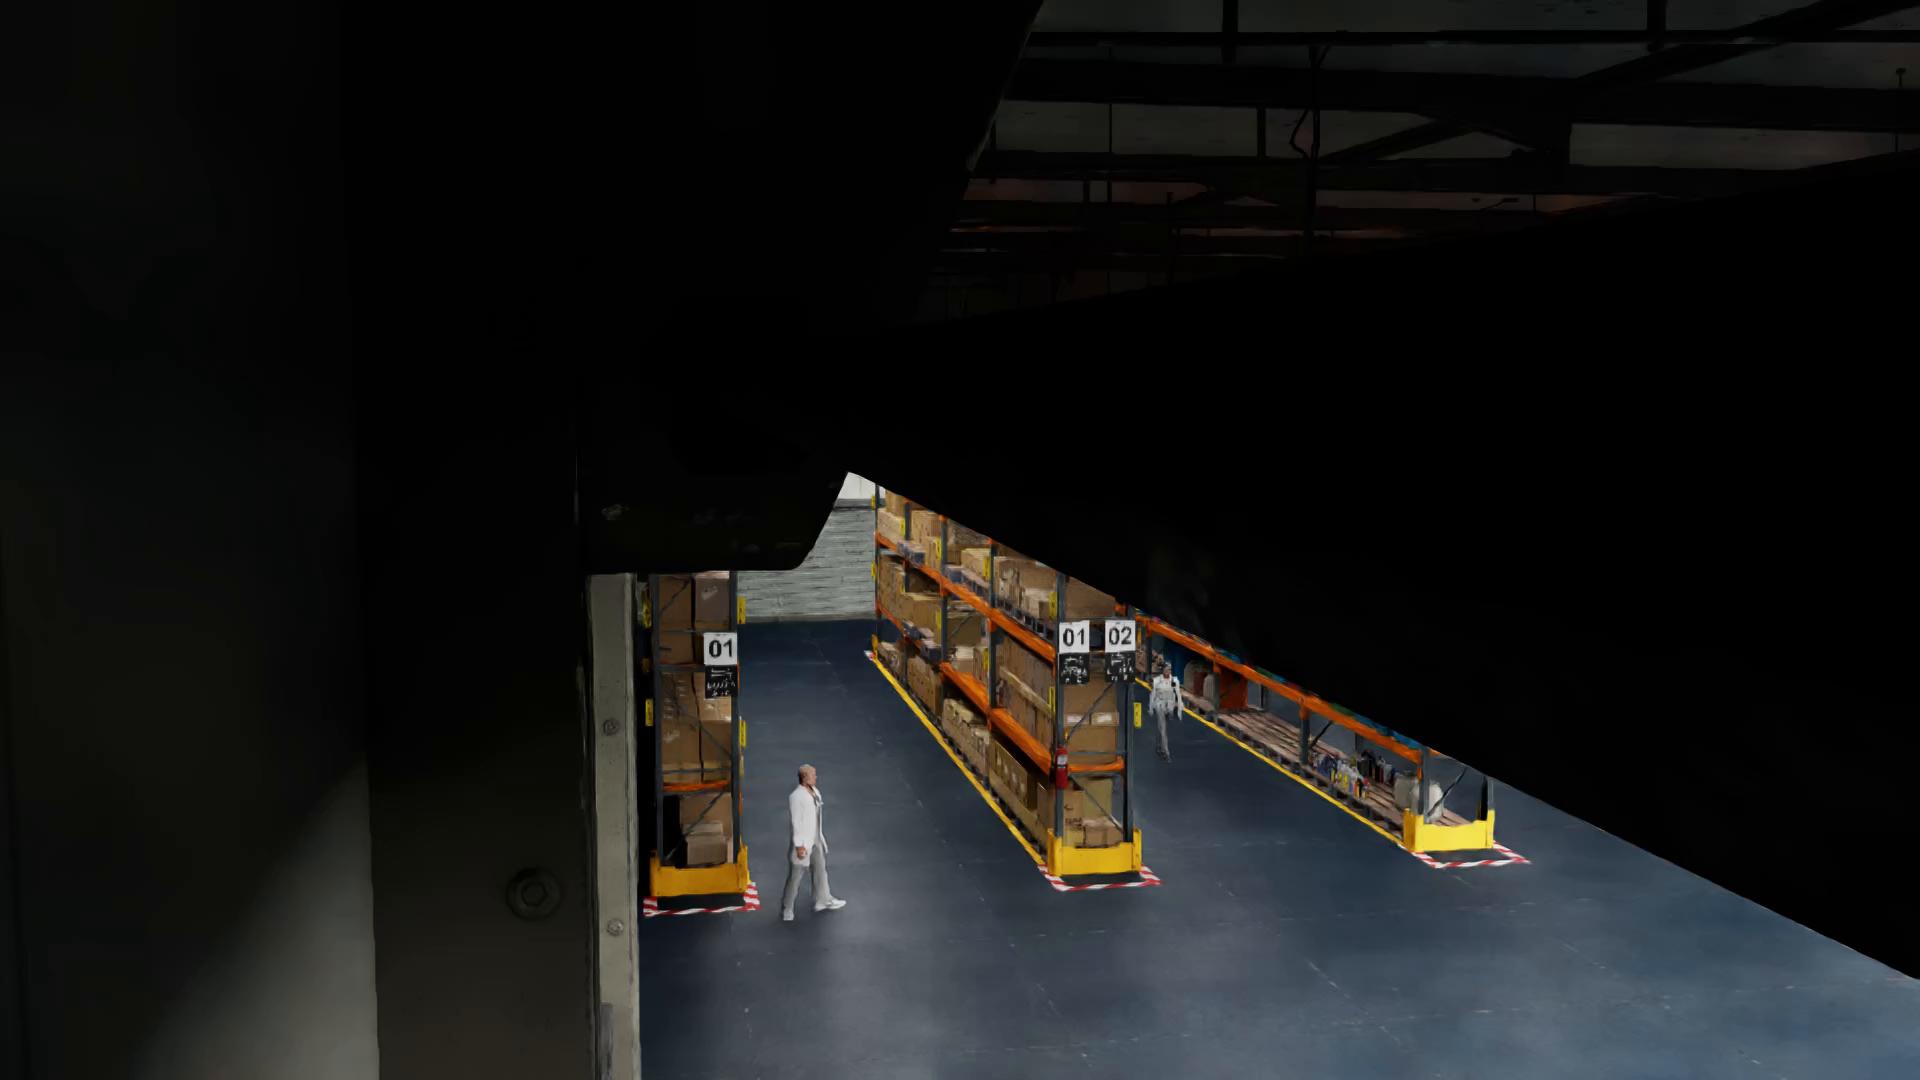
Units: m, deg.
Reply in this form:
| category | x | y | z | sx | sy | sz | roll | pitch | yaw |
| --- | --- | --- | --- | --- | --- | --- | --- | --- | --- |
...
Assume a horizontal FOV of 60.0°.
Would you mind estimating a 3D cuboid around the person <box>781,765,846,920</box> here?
| category | x | y | z | sx | sy | sz | roll | pitch | yaw |
| --- | --- | --- | --- | --- | --- | --- | --- | --- | --- |
| person | -1.754 | 3.459 | 19.243 | 0.577 | 1.769 | 0.771 | 3 | 7 | 26 |

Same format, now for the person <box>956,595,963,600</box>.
| category | x | y | z | sx | sy | sz | roll | pitch | yaw |
| --- | --- | --- | --- | --- | --- | --- | --- | --- | --- |
| person | -0.093 | 1.473 | 39.557 | 0.447 | 1.574 | 1.088 | -1 | 6 | -9 |

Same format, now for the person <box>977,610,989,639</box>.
| category | x | y | z | sx | sy | sz | roll | pitch | yaw |
| --- | --- | --- | --- | --- | --- | --- | --- | --- | --- |
| person | 0.468 | 1.836 | 36.041 | 0.578 | 1.618 | 0.507 | -1 | 6 | -13 |

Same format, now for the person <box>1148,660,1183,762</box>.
| category | x | y | z | sx | sy | sz | roll | pitch | yaw |
| --- | --- | --- | --- | --- | --- | --- | --- | --- | --- |
| person | 3.359 | 2.741 | 27.048 | 0.500 | 1.622 | 0.988 | -1 | 6 | -12 |
